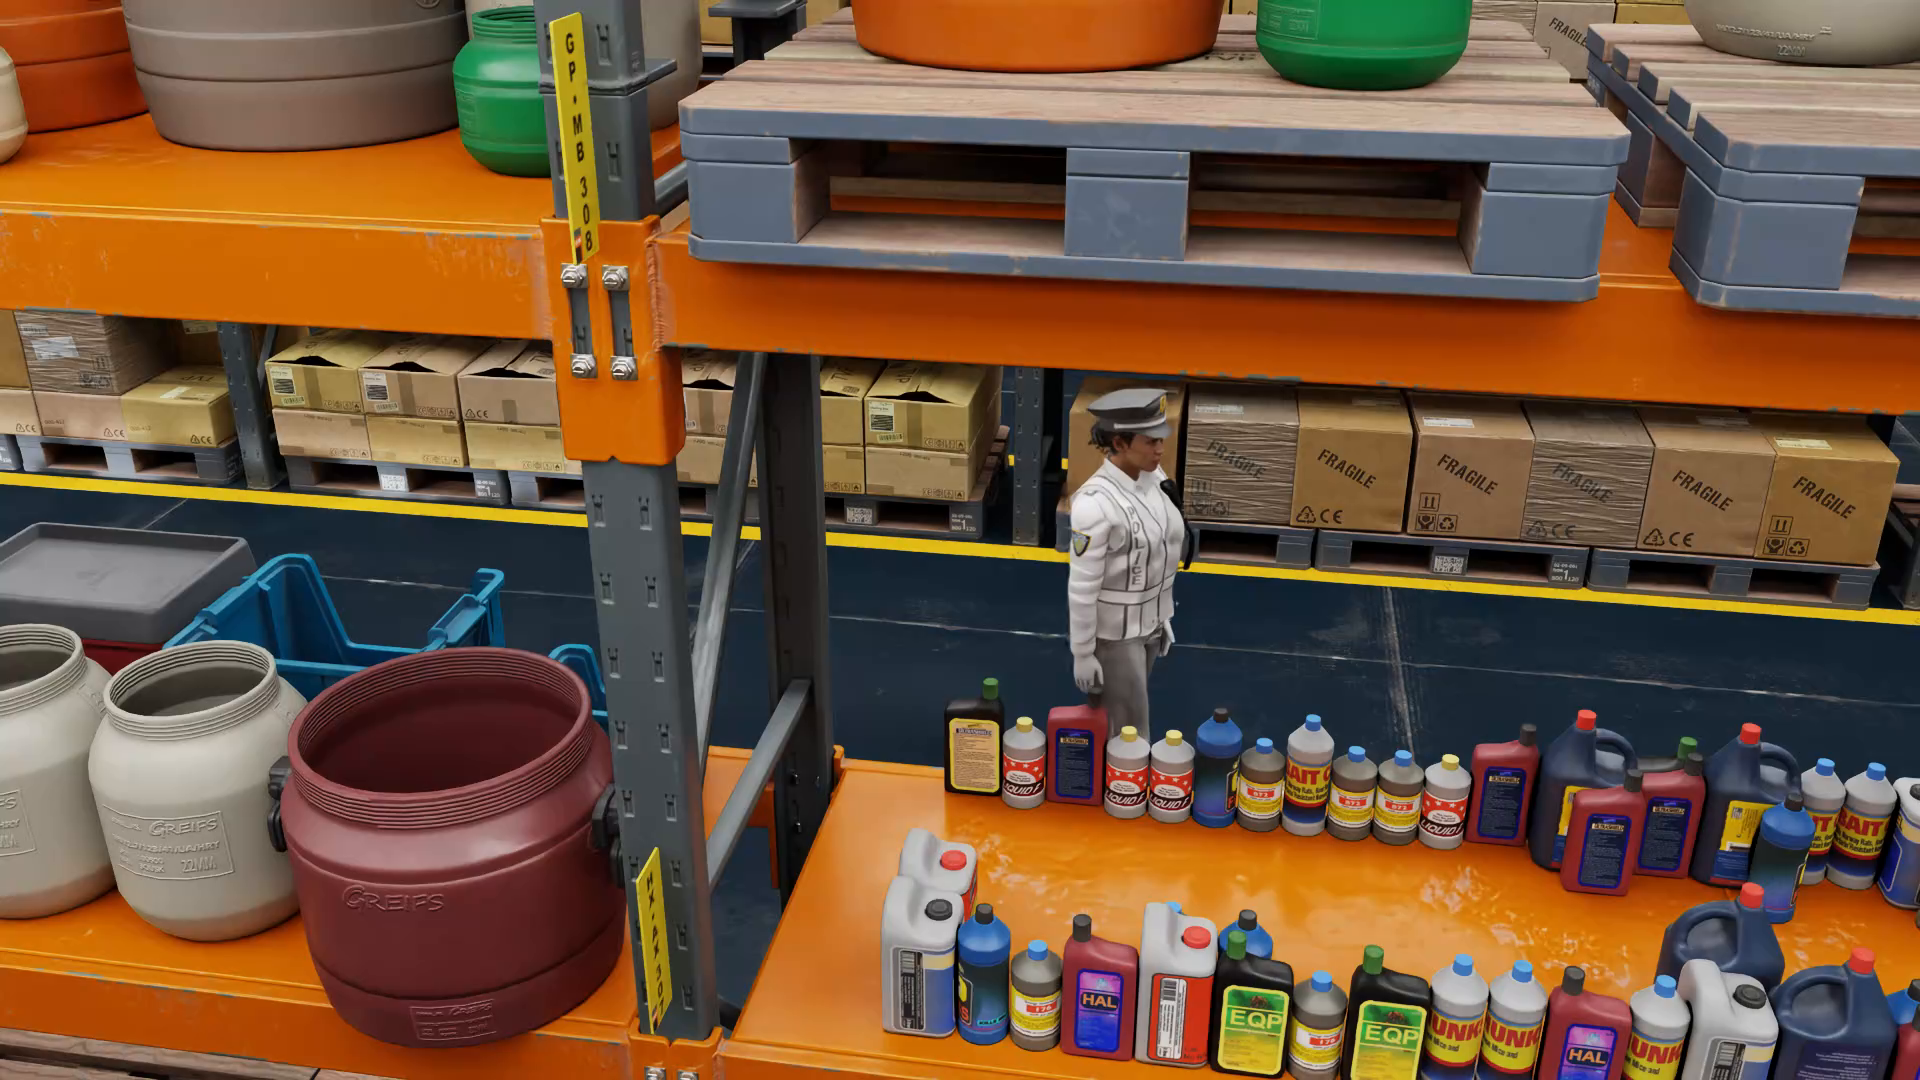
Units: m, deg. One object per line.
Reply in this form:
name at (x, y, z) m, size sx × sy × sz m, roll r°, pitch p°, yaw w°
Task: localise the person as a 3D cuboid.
person at (0.613, 0.312, 5.411) m, size 0.627 × 1.667 × 0.476 m, roll 17°, pitch 30°, yaw 31°
